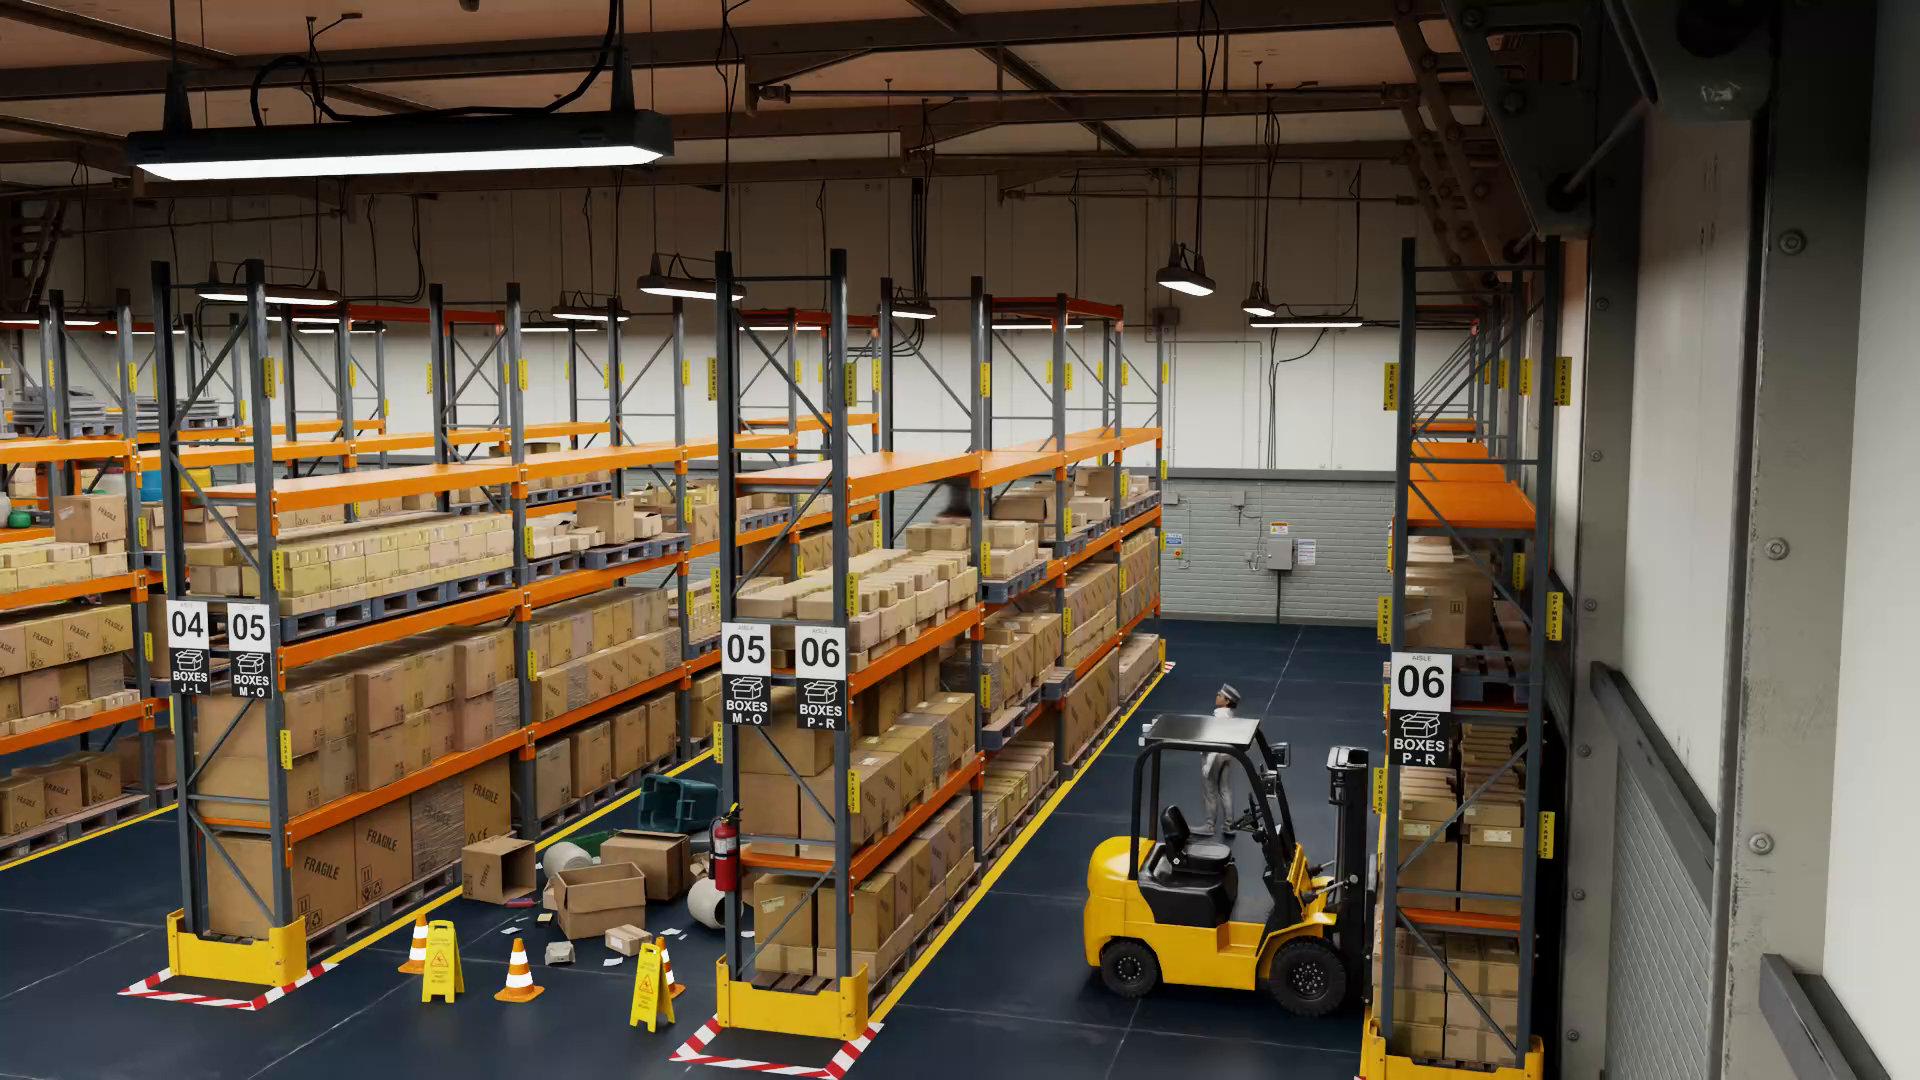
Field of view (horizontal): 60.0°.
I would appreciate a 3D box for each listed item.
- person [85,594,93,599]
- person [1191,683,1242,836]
[{"bbox_3d":[-18.871,0.532,36.412,0.487,1.547,0.970,1,6,11],"label":"person"},{"bbox_3d":[2.827,2.407,18.276,0.482,1.686,0.535,5,8,40],"label":"person"}]
